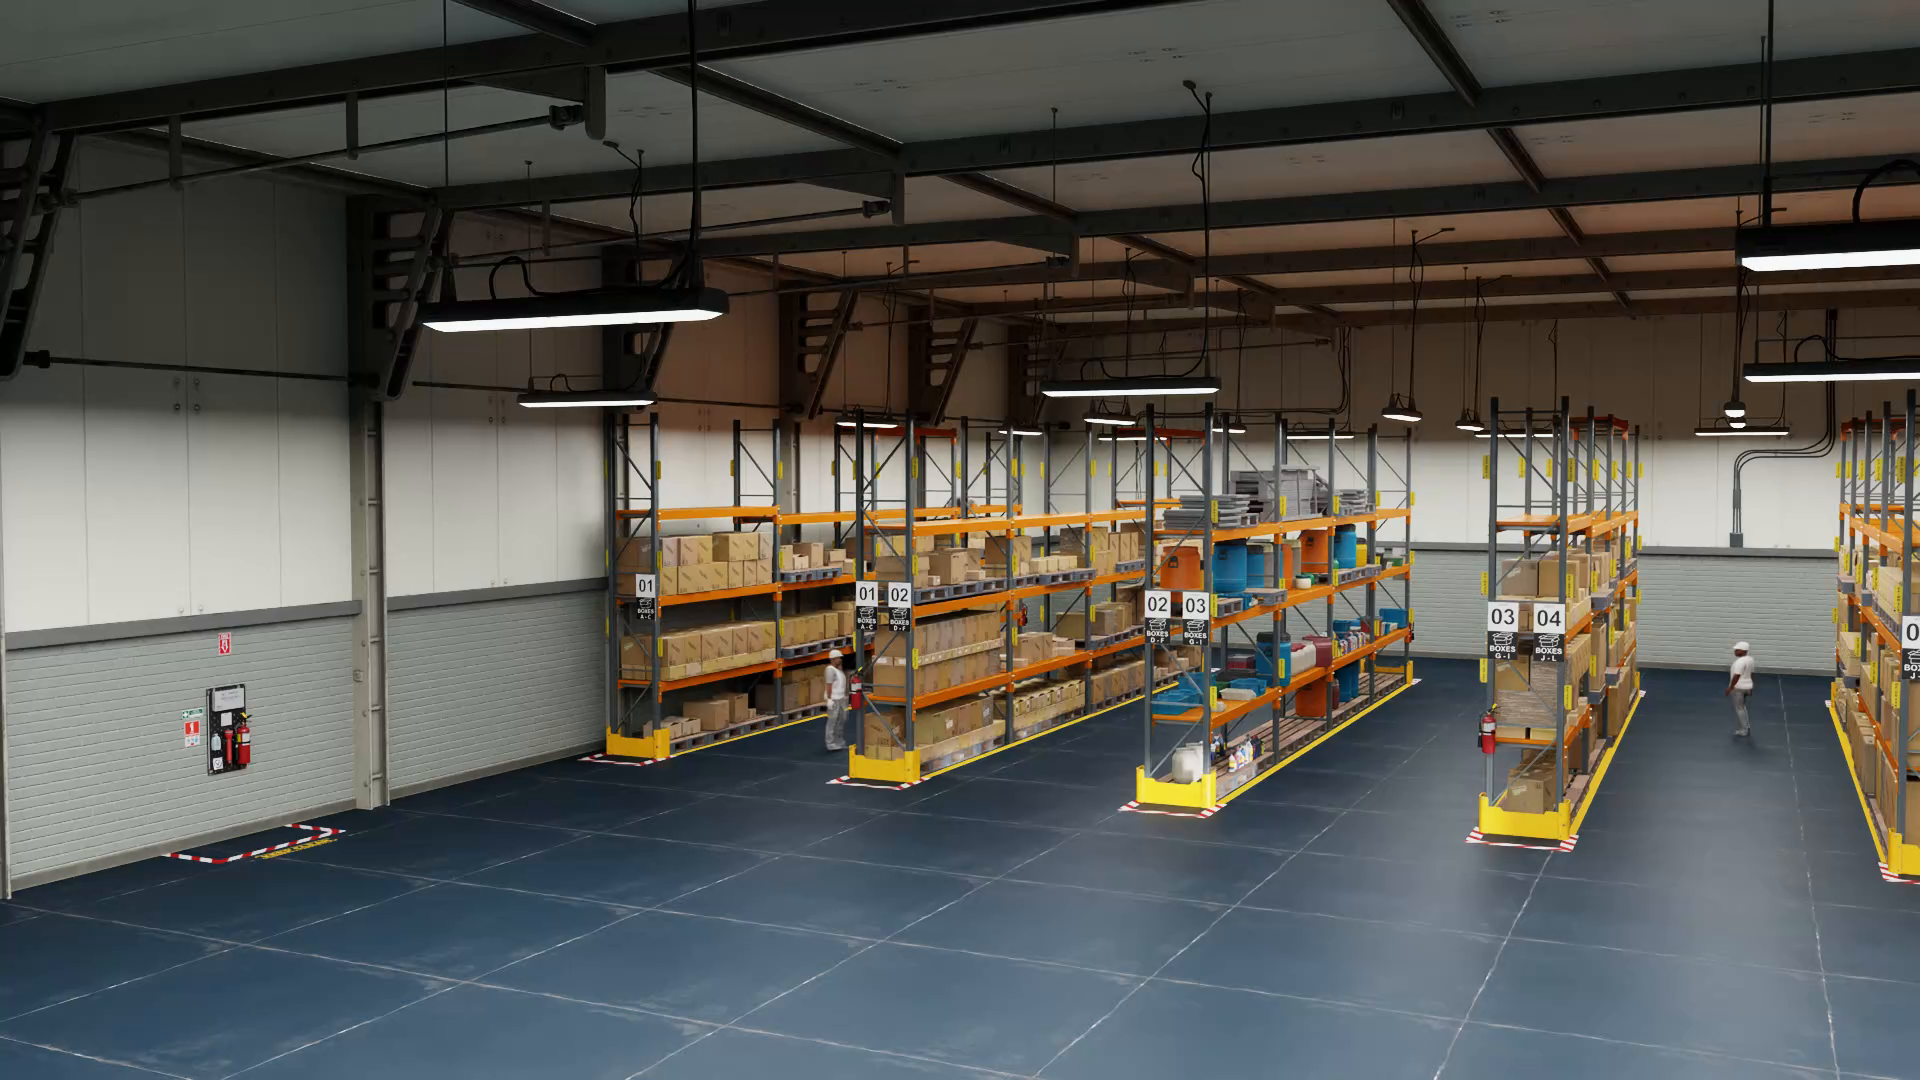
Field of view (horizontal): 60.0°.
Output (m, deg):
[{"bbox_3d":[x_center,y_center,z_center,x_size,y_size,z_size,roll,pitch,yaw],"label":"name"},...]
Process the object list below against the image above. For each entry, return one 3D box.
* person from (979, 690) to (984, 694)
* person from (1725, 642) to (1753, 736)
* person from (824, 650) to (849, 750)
[{"bbox_3d":[0.375,2.710,34.046,0.410,1.721,0.619,0,2,11],"label":"person"},{"bbox_3d":[14.669,2.754,31.260,0.604,1.692,0.478,-1,3,-18],"label":"person"},{"bbox_3d":[-2.217,2.879,29.761,0.419,1.829,0.620,1,2,14],"label":"person"}]
